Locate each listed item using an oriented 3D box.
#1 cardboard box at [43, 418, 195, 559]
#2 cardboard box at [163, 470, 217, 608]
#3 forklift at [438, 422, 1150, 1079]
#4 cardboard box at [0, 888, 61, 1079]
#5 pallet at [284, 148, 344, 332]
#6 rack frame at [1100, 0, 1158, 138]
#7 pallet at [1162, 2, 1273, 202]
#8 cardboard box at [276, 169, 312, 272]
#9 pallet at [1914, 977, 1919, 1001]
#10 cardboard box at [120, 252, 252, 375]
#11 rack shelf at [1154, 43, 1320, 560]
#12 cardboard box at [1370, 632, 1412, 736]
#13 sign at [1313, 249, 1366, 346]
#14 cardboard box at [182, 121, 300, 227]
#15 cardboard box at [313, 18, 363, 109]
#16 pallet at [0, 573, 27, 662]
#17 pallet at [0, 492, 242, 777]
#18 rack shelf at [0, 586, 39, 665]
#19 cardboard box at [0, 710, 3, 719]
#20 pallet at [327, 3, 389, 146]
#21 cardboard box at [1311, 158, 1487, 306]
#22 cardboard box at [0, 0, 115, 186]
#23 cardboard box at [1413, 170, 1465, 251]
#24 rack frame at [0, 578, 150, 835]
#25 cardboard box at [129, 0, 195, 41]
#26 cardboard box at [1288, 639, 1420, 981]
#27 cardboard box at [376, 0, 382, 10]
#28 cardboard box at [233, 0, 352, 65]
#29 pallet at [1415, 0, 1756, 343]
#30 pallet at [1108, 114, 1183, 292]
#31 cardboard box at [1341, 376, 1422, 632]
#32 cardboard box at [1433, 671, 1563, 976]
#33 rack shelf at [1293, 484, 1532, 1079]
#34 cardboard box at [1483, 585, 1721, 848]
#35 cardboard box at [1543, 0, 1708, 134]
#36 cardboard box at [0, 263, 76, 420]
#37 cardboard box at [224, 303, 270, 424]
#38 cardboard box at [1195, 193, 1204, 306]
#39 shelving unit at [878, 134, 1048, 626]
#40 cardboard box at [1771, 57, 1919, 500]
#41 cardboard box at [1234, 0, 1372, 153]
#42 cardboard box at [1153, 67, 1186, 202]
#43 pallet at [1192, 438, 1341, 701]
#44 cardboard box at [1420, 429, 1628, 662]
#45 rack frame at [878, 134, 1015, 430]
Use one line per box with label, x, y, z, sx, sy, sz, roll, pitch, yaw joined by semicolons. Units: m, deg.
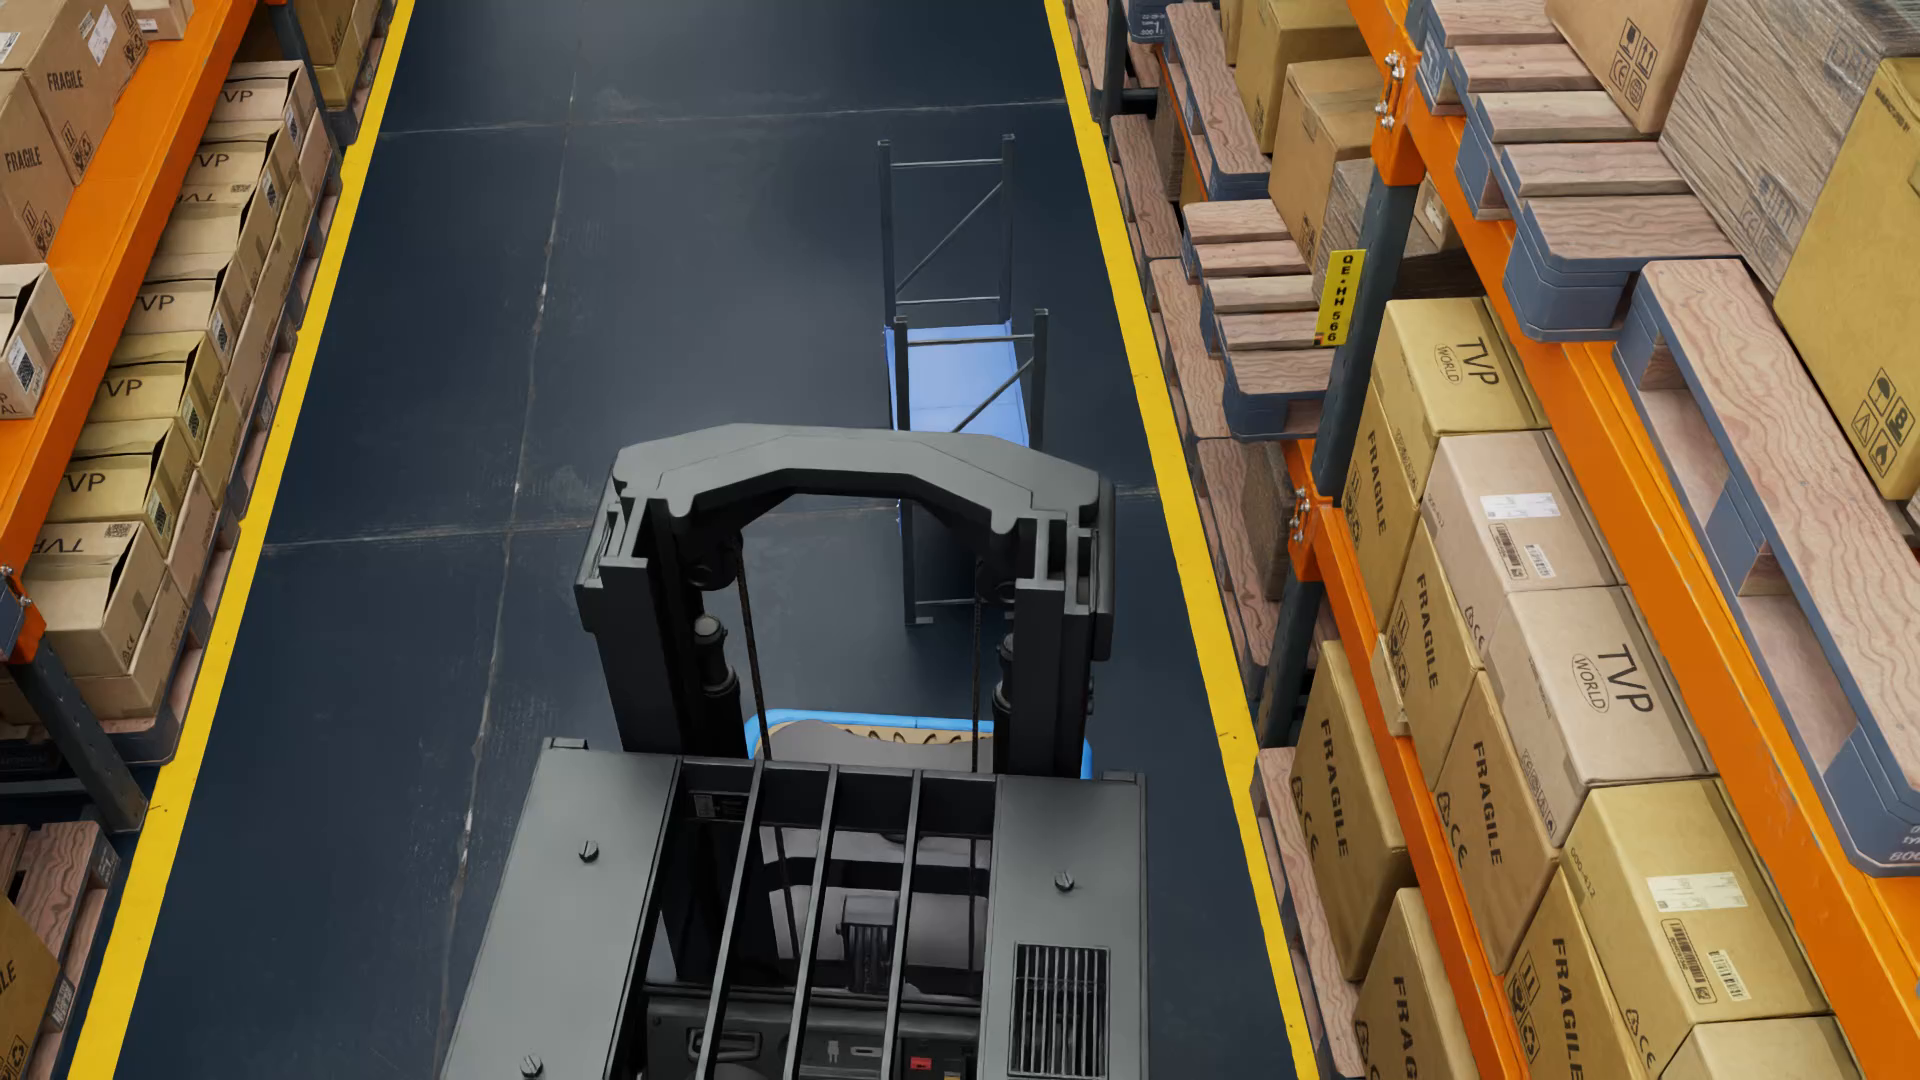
cardboard box;-3.156;-0.196;6.088;0.500;0.311;0.500;-5;47;-4
cardboard box;-3.147;0.013;6.276;0.500;0.250;0.500;-5;47;-4
forklift;-0.232;1.308;3.492;1.130;2.935;3.031;3;47;3
cardboard box;-3.040;1.343;4.831;0.500;0.500;0.500;-2;47;-2
pallet;-3.587;-1.432;7.961;1.003;0.211;1.213;-3;47;-3
rack frame;1.249;-3.225;7.739;1.000;3.000;0.127;-3;47;-3
pallet;1.377;-1.695;6.422;1.003;0.211;1.213;-3;47;-3
cardboard box;-3.323;-1.472;7.683;0.500;0.250;0.500;-4;47;-4
pallet;1.792;0.937;1.863;0.805;0.209;1.217;-5;47;-5
cardboard box;-3.240;-0.937;6.790;0.500;0.311;0.500;-4;47;-4
rack shelf;1.416;-1.531;6.630;1.077;0.370;4.000;-3;47;-3
cardboard box;1.330;0.381;4.483;0.380;0.149;0.250;-2;47;-2
sign;1.043;-0.662;4.569;0.100;0.325;0.005;-3;47;-3
cardboard box;-3.318;-1.662;7.476;0.500;0.311;0.500;-2;47;-2
cardboard box;-3.424;-2.474;8.632;0.500;0.250;0.500;-3;47;-3
pallet;-3.226;0.525;4.319;1.213;0.211;1.003;-3;47;-3
pallet;-3.383;0.333;6.289;1.003;0.211;1.213;-3;47;-3
rack shelf;-3.185;1.667;3.601;1.077;0.370;4.000;-3;47;-3
cardboard box;-3.640;0.408;5.903;0.500;0.250;0.500;-2;47;-2
pallet;-3.712;-2.541;9.011;1.003;0.211;1.213;-3;47;-3
cardboard box;1.534;-0.856;5.123;0.700;0.500;0.500;-8;47;-8
cardboard box;-3.553;-1.656;6.183;0.500;0.500;0.500;-3;47;-3
cardboard box;1.525;-0.988;4.801;0.380;0.149;0.250;-9;47;-8
rack frame;-3.353;-0.028;4.710;1.000;3.000;0.127;-3;47;-3
cardboard box;-3.431;-2.250;6.908;0.396;0.266;0.258;-5;47;-4
cardboard box;1.514;0.803;5.114;0.750;0.750;0.750;-4;47;-4
cardboard box;-3.498;-3.199;9.318;0.500;0.250;0.500;-3;47;-3
cardboard box;-3.414;-2.733;8.360;0.500;0.500;0.500;-3;47;-3
pallet;1.690;-0.835;3.539;1.213;0.211;1.003;-2;47;-1
pallet;1.315;-1.703;8.218;1.003;0.211;1.213;-3;47;-3
cardboard box;1.369;-0.108;4.499;0.500;0.500;0.500;-2;47;-2
cardboard box;1.444;0.631;3.799;0.500;0.500;0.500;-4;47;-3
rack shelf;1.751;1.363;3.889;1.077;0.370;4.000;-3;47;-3
cardboard box;1.456;0.362;3.538;0.500;0.250;0.500;-3;47;-3
cardboard box;1.680;-1.208;3.390;0.700;0.500;0.500;-7;47;-6
cardboard box;-3.234;-0.656;5.367;0.500;0.311;0.500;-4;47;-4
cardboard box;-3.239;-0.734;6.983;0.500;0.250;0.500;-3;47;-2
cardboard box;1.422;-1.243;7.280;0.700;0.500;0.500;-3;47;-3
shelving unit;-0.007;-0.577;6.264;0.538;1.500;1.048;-3;47;-3
cardboard box;1.811;-0.420;2.644;0.700;0.500;0.500;-1;47;-1
cardboard box;1.408;-1.757;5.976;0.700;0.500;0.500;-3;47;-3
cardboard box;1.327;-1.986;7.983;0.700;0.500;0.500;-2;47;-2
pallet;1.519;0.062;6.546;1.003;0.211;1.213;-3;47;-3
cardboard box;1.410;0.000;3.880;0.500;0.250;0.500;-4;47;-4
rack frame;-0.050;-0.945;6.612;0.500;1.500;0.032;-3;47;-3
